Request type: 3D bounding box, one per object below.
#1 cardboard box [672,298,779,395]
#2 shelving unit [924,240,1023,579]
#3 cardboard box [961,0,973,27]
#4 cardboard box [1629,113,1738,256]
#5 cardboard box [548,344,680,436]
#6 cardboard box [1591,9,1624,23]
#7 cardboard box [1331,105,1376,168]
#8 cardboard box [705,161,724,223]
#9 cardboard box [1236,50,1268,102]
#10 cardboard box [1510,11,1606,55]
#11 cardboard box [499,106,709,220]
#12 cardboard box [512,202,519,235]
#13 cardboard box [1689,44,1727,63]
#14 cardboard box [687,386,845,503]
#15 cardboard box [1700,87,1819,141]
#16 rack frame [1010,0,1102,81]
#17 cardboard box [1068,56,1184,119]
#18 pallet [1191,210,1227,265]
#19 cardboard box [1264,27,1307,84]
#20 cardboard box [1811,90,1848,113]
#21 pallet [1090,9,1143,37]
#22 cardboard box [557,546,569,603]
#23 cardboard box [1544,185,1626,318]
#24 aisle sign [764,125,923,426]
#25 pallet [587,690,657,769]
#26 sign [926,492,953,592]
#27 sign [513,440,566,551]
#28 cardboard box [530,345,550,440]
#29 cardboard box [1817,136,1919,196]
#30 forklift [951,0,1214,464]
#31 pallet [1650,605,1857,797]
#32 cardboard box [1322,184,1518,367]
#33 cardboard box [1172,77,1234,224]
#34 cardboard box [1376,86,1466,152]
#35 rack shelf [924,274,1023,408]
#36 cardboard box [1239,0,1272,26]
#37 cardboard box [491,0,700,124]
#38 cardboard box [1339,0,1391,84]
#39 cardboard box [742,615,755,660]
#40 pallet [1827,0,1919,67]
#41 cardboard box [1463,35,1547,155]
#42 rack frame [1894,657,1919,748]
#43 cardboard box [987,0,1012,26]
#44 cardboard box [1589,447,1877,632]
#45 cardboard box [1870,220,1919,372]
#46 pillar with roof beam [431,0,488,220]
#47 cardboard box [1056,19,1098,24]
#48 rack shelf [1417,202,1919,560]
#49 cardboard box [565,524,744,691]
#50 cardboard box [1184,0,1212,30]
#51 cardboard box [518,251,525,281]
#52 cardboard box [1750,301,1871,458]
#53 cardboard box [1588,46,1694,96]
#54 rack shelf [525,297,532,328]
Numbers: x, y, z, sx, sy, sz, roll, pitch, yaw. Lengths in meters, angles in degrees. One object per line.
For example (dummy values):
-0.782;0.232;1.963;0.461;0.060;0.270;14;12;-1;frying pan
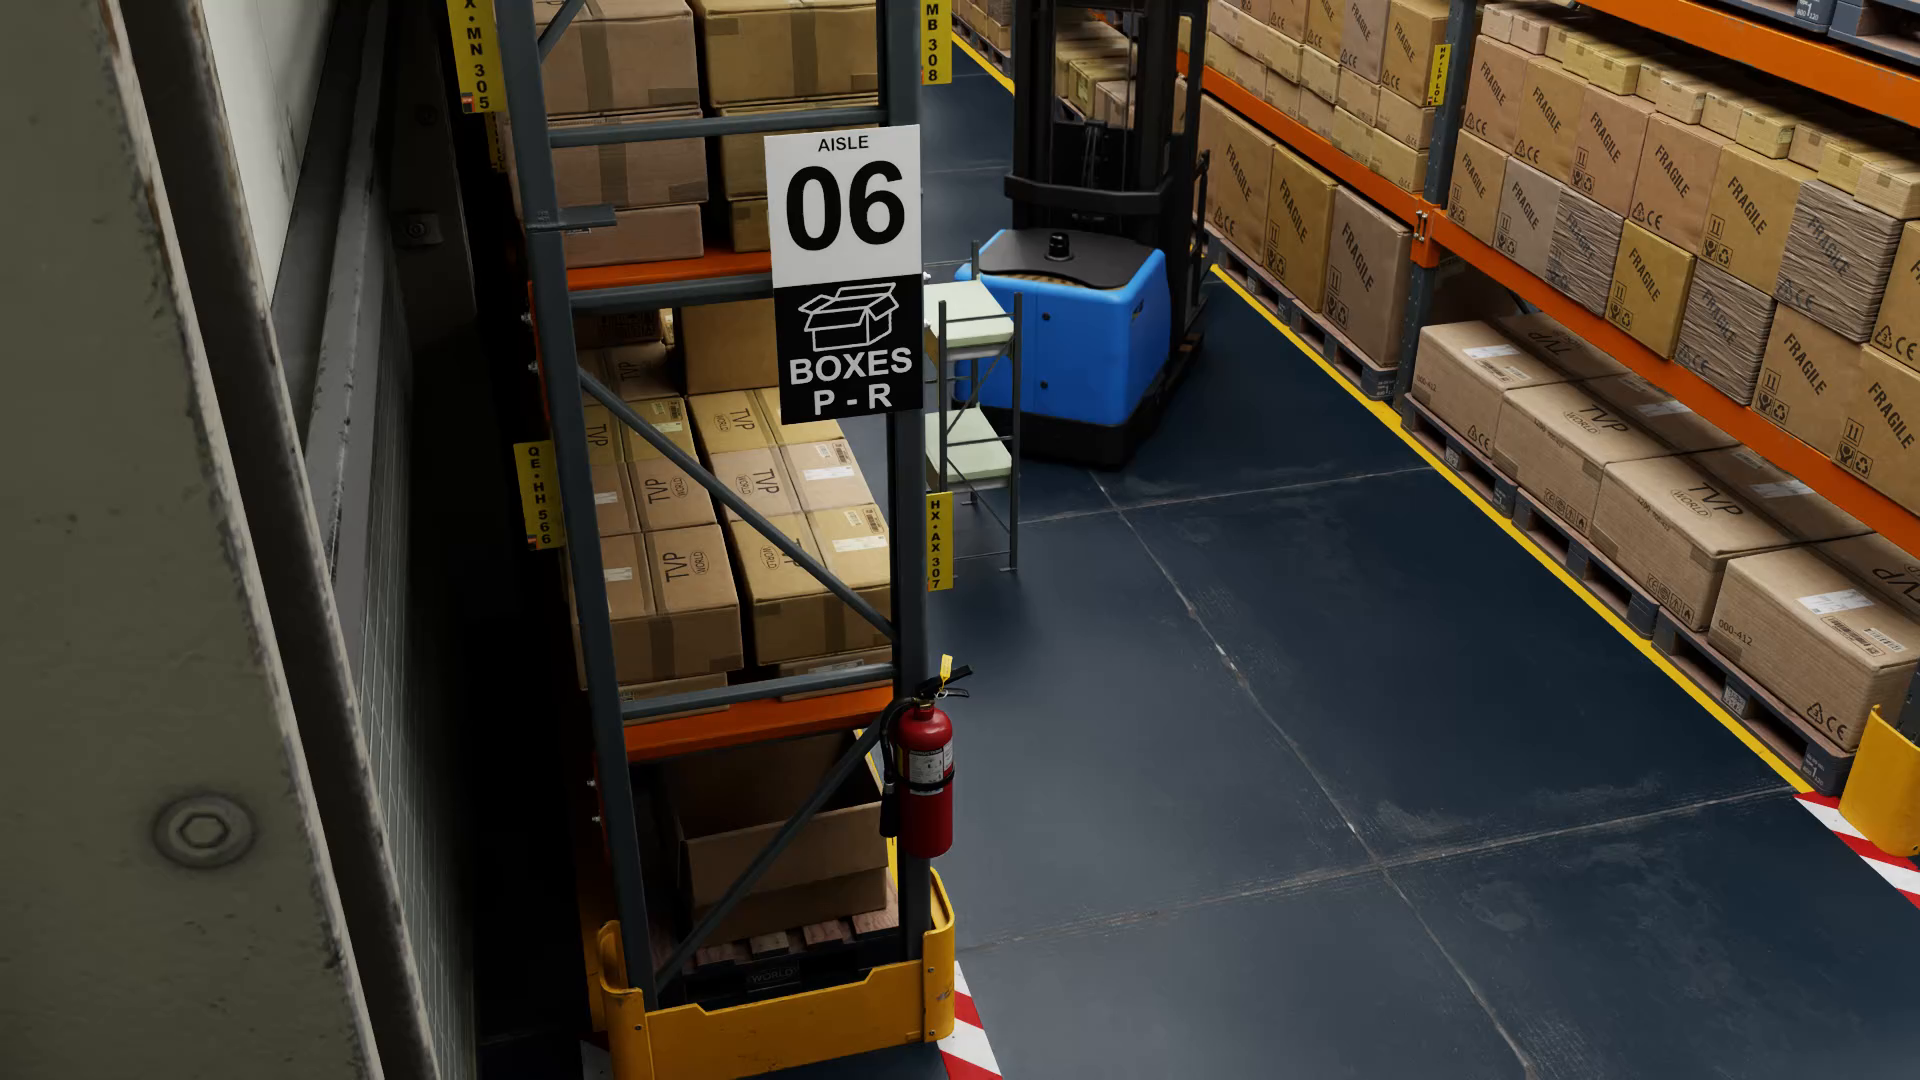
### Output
-0.852;-0.913;6.437;0.500;0.500;0.500;-7;31;-12;cardboard box
-0.002;-0.652;8.380;0.431;1.500;0.755;-8;31;-13;shelving unit
0.309;-5.746;18.009;0.500;0.250;0.500;-7;31;-13;cardboard box
3.407;-1.615;7.448;0.500;0.500;0.500;-8;31;-14;cardboard box
-1.372;-0.537;6.537;0.500;0.250;0.500;-8;31;-13;cardboard box
3.484;-2.647;8.584;0.380;0.149;0.250;-7;31;-12;cardboard box
2.634;-2.503;10.230;0.500;0.250;0.500;-8;31;-14;cardboard box
-0.548;-1.043;4.813;0.380;0.149;0.250;-7;31;-12;cardboard box
2.243;-3.236;11.496;0.500;0.250;0.500;-7;31;-12;cardboard box
3.047;-2.587;8.480;0.380;0.149;0.250;-7;31;-13;cardboard box
-0.973;-1.086;4.490;0.500;0.250;0.500;-8;31;-14;cardboard box
-2.708;-2.111;10.832;0.380;0.149;0.250;-9;31;-16;cardboard box
3.726;-2.290;7.966;0.380;0.149;0.250;-8;31;-14;cardboard box
-0.725;-0.352;6.216;0.500;0.250;0.500;-8;31;-14;cardboard box
3.460;-1.849;7.204;0.380;0.149;0.250;-7;31;-12;cardboard box
1.007;-6.003;16.126;1.000;3.000;0.127;-8;31;-13;rack frame
1.529;-4.112;15.063;0.950;0.372;0.625;-7;31;-12;cardboard box
2.205;-2.473;12.812;1.003;0.211;1.213;-8;31;-13;pallet
2.343;-3.206;10.945;0.500;0.250;0.500;-7;31;-12;cardboard box
3.993;-1.927;7.339;0.380;0.149;0.250;-9;31;-14;cardboard box
1.777;-4.318;13.407;1.213;0.211;1.003;-8;31;-13;pallet
-1.221;0.073;5.880;0.380;0.149;0.250;-8;31;-13;cardboard box
3.258;-1.436;8.137;0.500;0.500;0.500;-8;31;-13;cardboard box
-0.292;-0.676;4.329;0.394;0.787;0.004;-8;31;-13;aisle sign
-1.146;0.652;7.413;1.003;0.211;1.213;-8;31;-13;pallet
-0.070;0.008;4.878;0.100;0.325;0.005;-8;31;-13;sign
-1.133;-0.119;4.490;0.100;0.325;0.005;-8;31;-13;sign
-2.070;-0.775;9.170;0.500;0.500;0.500;-8;31;-14;cardboard box
3.636;-1.470;6.551;0.380;0.149;0.250;-7;31;-12;cardboard box
0.942;-2.417;10.001;1.130;2.935;3.031;11;32;18;forklift
3.904;0.624;7.461;1.003;0.211;1.213;-8;31;-13;pallet
2.888;-1.690;10.377;0.875;0.875;0.875;-7;31;-12;cardboard box
2.172;-2.988;12.620;0.875;0.875;0.875;-8;31;-14;cardboard box
2.779;-2.471;9.675;0.500;0.250;0.500;-8;31;-13;cardboard box
-0.002;-0.990;8.184;0.431;0.370;0.720;-8;31;-13;rack shelf
2.227;-3.786;11.198;0.500;0.500;0.500;-7;31;-12;cardboard box
-0.980;-1.301;4.363;0.500;0.250;0.500;-9;31;-15;cardboard box
2.625;-3.046;9.921;0.500;0.500;0.500;-7;31;-12;cardboard box
-0.528;0.252;5.572;0.380;0.149;0.250;-7;31;-12;cardboard box
3.985;-1.824;6.001;1.003;0.211;1.213;-8;31;-13;pallet
3.023;-2.353;8.722;0.500;0.500;0.500;-8;31;-13;cardboard box
4.192;-0.207;6.113;1.000;3.000;0.127;-8;31;-13;rack frame
0.591;-5.569;16.954;0.500;0.500;0.500;-8;31;-14;cardboard box
3.669;-0.026;7.939;0.875;0.438;0.875;-7;31;-12;cardboard box
3.834;-0.884;6.185;0.500;0.500;0.500;-7;31;-12;cardboard box
0.219;-7.088;12.012;9.100;9.000;0.400;-8;31;-13;pillar with roof beam
1.110;-5.315;17.264;0.500;0.250;0.500;-9;31;-16;cardboard box
3.661;-0.861;7.962;1.077;0.370;4.000;-8;31;-13;rack shelf
-0.971;0.204;5.256;0.500;0.250;0.500;-7;31;-12;cardboard box
1.965;-3.945;12.221;0.500;0.250;0.500;-8;31;-14;cardboard box
-2.474;-1.526;10.468;0.500;0.500;0.500;-9;31;-15;cardboard box
3.690;-0.692;6.852;0.500;0.500;0.500;-8;31;-14;cardboard box
3.205;-2.209;7.826;0.380;0.149;0.250;-9;31;-15;cardboard box
-2.185;-2.132;10.157;1.077;0.370;4.000;-8;31;-13;rack shelf
